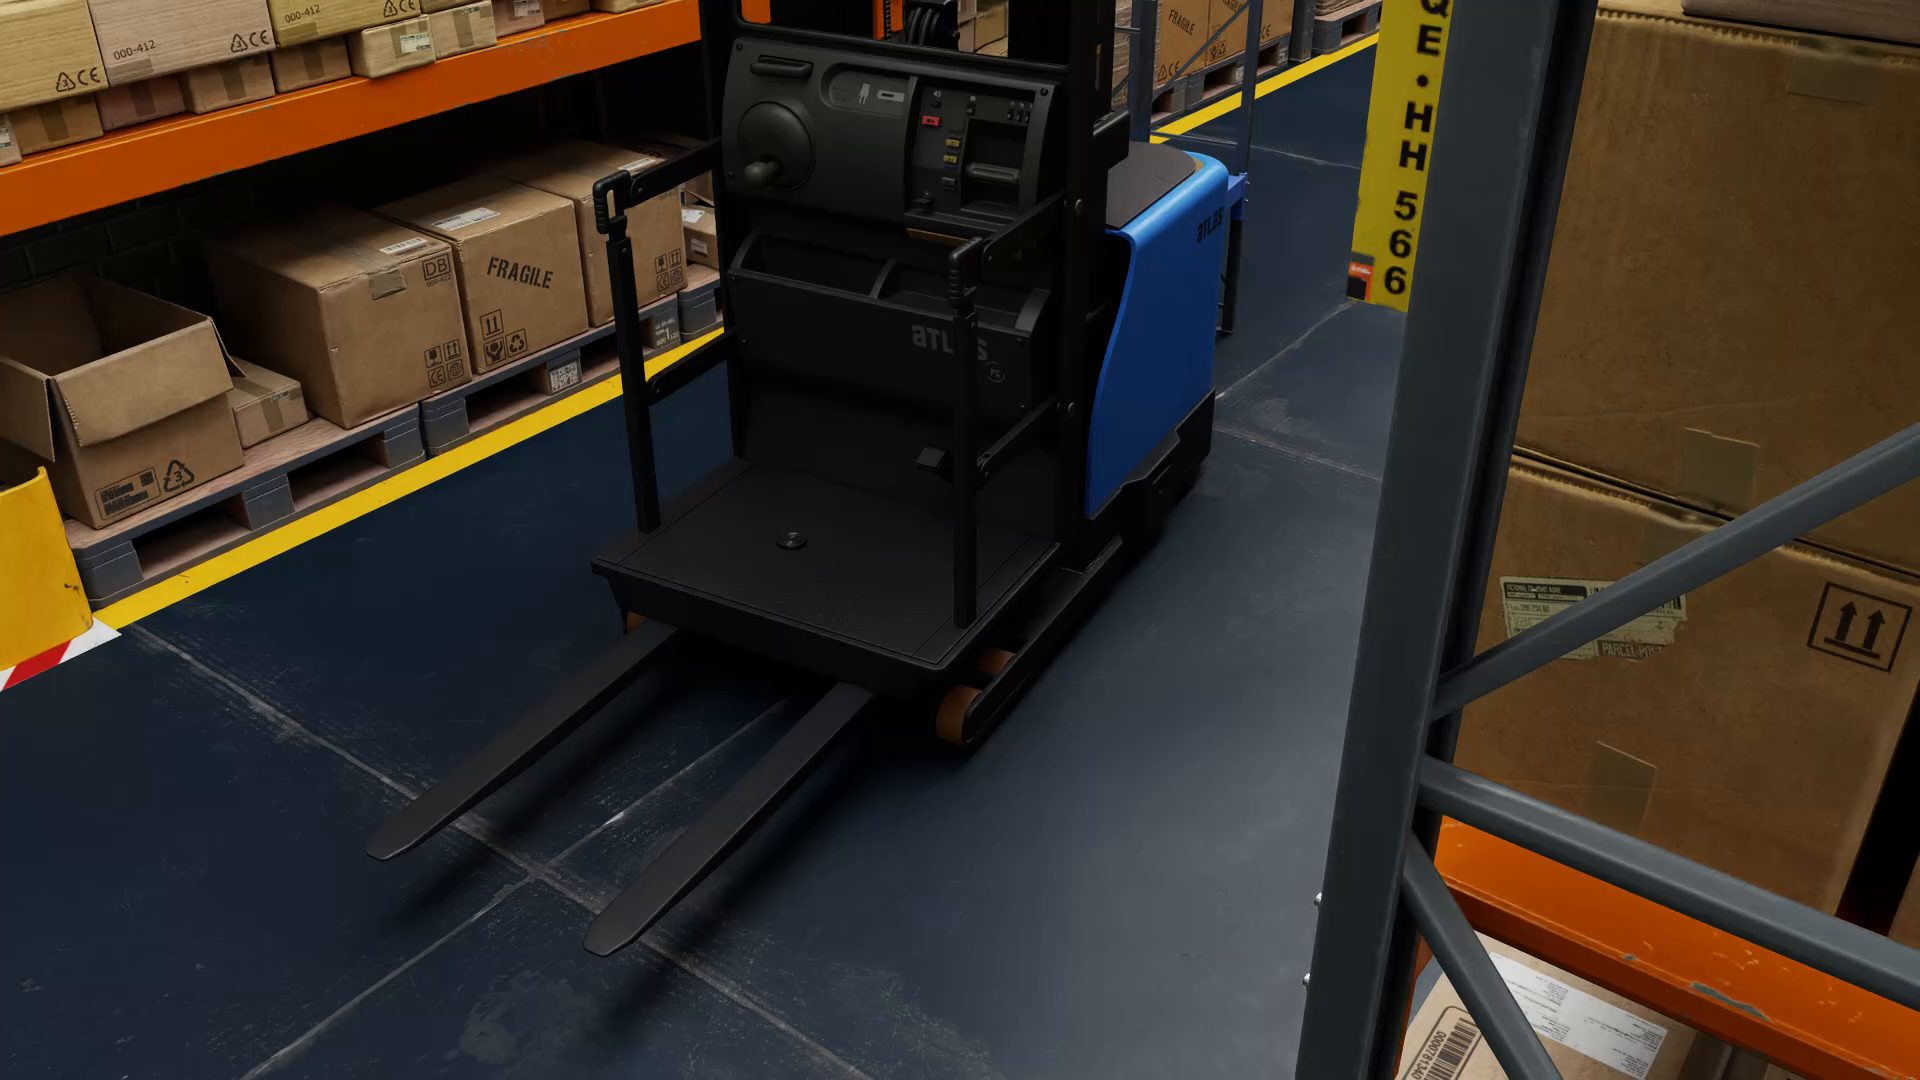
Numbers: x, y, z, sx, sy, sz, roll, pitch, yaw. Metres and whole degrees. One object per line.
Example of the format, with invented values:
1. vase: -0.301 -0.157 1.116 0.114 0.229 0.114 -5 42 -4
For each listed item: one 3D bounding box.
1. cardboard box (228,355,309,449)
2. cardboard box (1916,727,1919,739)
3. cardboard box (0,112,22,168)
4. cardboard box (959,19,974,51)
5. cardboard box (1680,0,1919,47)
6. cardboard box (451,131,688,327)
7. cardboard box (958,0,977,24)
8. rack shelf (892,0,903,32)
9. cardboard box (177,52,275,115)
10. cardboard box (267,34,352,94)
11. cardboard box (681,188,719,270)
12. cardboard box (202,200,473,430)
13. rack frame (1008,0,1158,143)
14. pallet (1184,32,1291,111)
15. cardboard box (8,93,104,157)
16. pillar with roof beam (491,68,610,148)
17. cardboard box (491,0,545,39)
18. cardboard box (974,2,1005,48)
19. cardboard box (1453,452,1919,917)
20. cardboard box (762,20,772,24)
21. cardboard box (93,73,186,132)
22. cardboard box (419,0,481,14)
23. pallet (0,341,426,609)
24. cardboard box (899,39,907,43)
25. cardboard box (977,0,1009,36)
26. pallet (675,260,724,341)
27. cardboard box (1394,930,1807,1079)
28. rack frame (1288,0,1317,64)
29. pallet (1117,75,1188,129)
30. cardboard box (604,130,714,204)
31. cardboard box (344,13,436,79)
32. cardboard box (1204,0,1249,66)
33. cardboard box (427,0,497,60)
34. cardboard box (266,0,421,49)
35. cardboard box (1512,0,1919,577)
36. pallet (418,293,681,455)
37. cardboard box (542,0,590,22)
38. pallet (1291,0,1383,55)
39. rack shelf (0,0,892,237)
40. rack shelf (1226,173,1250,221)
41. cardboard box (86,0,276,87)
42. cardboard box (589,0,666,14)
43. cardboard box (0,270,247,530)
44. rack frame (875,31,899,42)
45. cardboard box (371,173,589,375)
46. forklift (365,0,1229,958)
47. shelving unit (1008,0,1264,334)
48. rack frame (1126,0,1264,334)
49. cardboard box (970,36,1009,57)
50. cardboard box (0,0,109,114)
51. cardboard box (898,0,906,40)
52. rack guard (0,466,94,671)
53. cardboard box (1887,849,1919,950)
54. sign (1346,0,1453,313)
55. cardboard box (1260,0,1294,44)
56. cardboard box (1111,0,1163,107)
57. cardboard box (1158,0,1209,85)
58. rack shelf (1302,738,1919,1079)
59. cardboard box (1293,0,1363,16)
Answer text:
1. cardboard box: -2.375 -0.457 5.464 0.380 0.149 0.250 20 36 29
2. cardboard box: 1.248 -0.117 2.407 0.500 0.500 0.500 20 36 30
3. cardboard box: -2.690 -1.064 4.350 0.380 0.149 0.250 21 36 31
4. cardboard box: -0.158 -2.333 7.649 0.380 0.149 0.250 20 36 30
5. cardboard box: 0.910 -0.556 1.532 0.380 0.149 0.250 22 37 32
6. cardboard box: -1.488 -1.205 6.381 0.700 0.500 0.500 20 36 30
7. cardboard box: -0.145 -2.445 7.546 0.380 0.149 0.250 19 36 29
8. rack shelf: 0.515 -3.252 8.501 1.077 0.370 4.000 21 37 31
9. cardboard box: -2.241 -1.383 4.888 0.380 0.149 0.250 22 37 33
10. cardboard box: -2.085 -1.493 5.073 0.380 0.149 0.250 22 37 32
11. cardboard box: -1.010 -1.291 6.756 0.396 0.266 0.258 23 37 33
12. cardboard box: -2.115 -0.783 5.669 0.700 0.500 0.500 23 38 33
13. rack frame: 0.384 -1.077 5.597 0.500 1.500 0.032 15 34 24
14. pallet: 1.241 -2.883 9.908 1.003 0.211 1.213 21 37 31
15. cardboard box: -2.573 -1.182 4.548 0.380 0.149 0.250 22 37 32
16. pillar with roof beam: 1.601 -3.999 3.171 9.100 9.000 0.400 21 37 31
17. cardboard box: -1.629 -1.812 5.611 0.380 0.149 0.250 21 37 31
18. cardboard box: -0.012 -2.441 7.831 0.380 0.149 0.250 19 36 29
19. cardboard box: 0.933 0.083 2.070 0.500 0.500 0.500 21 37 32
20. cardboard box: -0.700 -2.371 7.713 0.380 0.149 0.250 20 36 29
21. cardboard box: -2.442 -1.299 4.746 0.380 0.149 0.250 21 36 31
22. cardboard box: -1.719 -1.914 5.393 0.500 0.250 0.500 20 36 30
23. pallet: -2.581 -0.278 5.513 1.003 0.211 1.213 21 37 31
24. cardboard box: -0.264 -2.197 7.419 0.380 0.149 0.250 23 38 33
25. cardboard box: 0.142 -2.557 8.026 0.380 0.149 0.250 20 36 30
26. pallet: -1.108 -1.270 7.186 1.003 0.211 1.213 21 37 31
27. cardboard box: 1.171 1.026 2.678 0.875 0.438 0.875 20 36 30
28. rack frame: 1.722 -4.375 9.689 1.000 3.000 0.127 21 37 31
29. pallet: 0.505 -2.389 9.075 1.003 0.211 1.213 21 37 31
30. cardboard box: -1.280 -1.577 7.194 0.500 0.311 0.500 23 37 33
31. cardboard box: -1.872 -1.572 5.207 0.380 0.149 0.250 20 36 30
32. cardboard box: 1.328 -3.042 9.480 0.500 0.500 0.500 21 36 31
33. cardboard box: -1.730 -1.686 5.398 0.380 0.149 0.250 22 37 32
34. cardboard box: -2.011 -1.700 5.031 0.500 0.250 0.500 20 36 30
35. cardboard box: 0.954 -0.339 1.801 0.500 0.500 0.500 22 37 33
36. pallet: -1.844 -0.772 6.346 1.003 0.211 1.213 21 37 31
37. cardboard box: -1.518 -1.926 5.805 0.380 0.149 0.250 22 37 32
38. pallet: 2.250 -3.498 10.945 1.003 0.211 1.213 21 37 31
39. rack shelf: -1.900 -1.626 5.758 1.077 0.370 4.000 21 37 31
40. rack shelf: 0.626 -1.150 6.073 0.538 0.185 1.000 15 34 24
41. cardboard box: -2.314 -1.493 4.682 0.500 0.250 0.500 22 37 32
42. cardboard box: -1.273 -1.997 5.924 0.380 0.149 0.250 21 36 31
43. cardboard box: -2.662 -0.449 5.102 0.797 0.503 0.637 20 36 29
44. rack frame: -0.692 -2.749 6.946 1.000 3.000 0.127 21 37 31
45. cardboard box: -1.716 -0.967 5.980 0.500 0.500 0.500 22 37 32
46. forklift: -0.297 -0.981 4.030 1.130 2.935 3.031 15 34 24
47. shelving unit: 0.626 -1.305 5.981 0.538 1.500 1.048 15 34 24
48. rack frame: 0.869 -1.533 6.366 0.500 1.500 0.032 15 34 24
49. cardboard box: 0.093 -2.201 8.061 0.500 0.500 0.500 21 36 31
50. cardboard box: -2.618 -1.288 4.336 0.500 0.250 0.500 21 37 32
51. cardboard box: -0.312 -2.344 7.374 0.380 0.149 0.250 20 36 30
52. rack guard: -3.061 -0.078 4.892 1.175 0.500 0.348 21 37 31
53. cardboard box: 1.371 0.253 1.782 0.500 0.500 0.500 21 36 31
54. sign: 0.428 -0.369 1.563 0.100 0.325 0.005 21 37 31
55. cardboard box: 1.638 -3.242 9.818 0.500 0.500 0.500 22 37 33
56. cardboard box: 0.715 -2.611 8.754 0.500 0.500 0.500 20 36 30
57. cardboard box: 1.014 -2.828 9.120 0.500 0.500 0.500 23 38 33
58. rack shelf: 2.060 -0.100 3.183 1.077 0.370 4.000 21 37 31
59. cardboard box: 2.110 -3.783 10.608 0.875 0.625 0.625 22 37 33
